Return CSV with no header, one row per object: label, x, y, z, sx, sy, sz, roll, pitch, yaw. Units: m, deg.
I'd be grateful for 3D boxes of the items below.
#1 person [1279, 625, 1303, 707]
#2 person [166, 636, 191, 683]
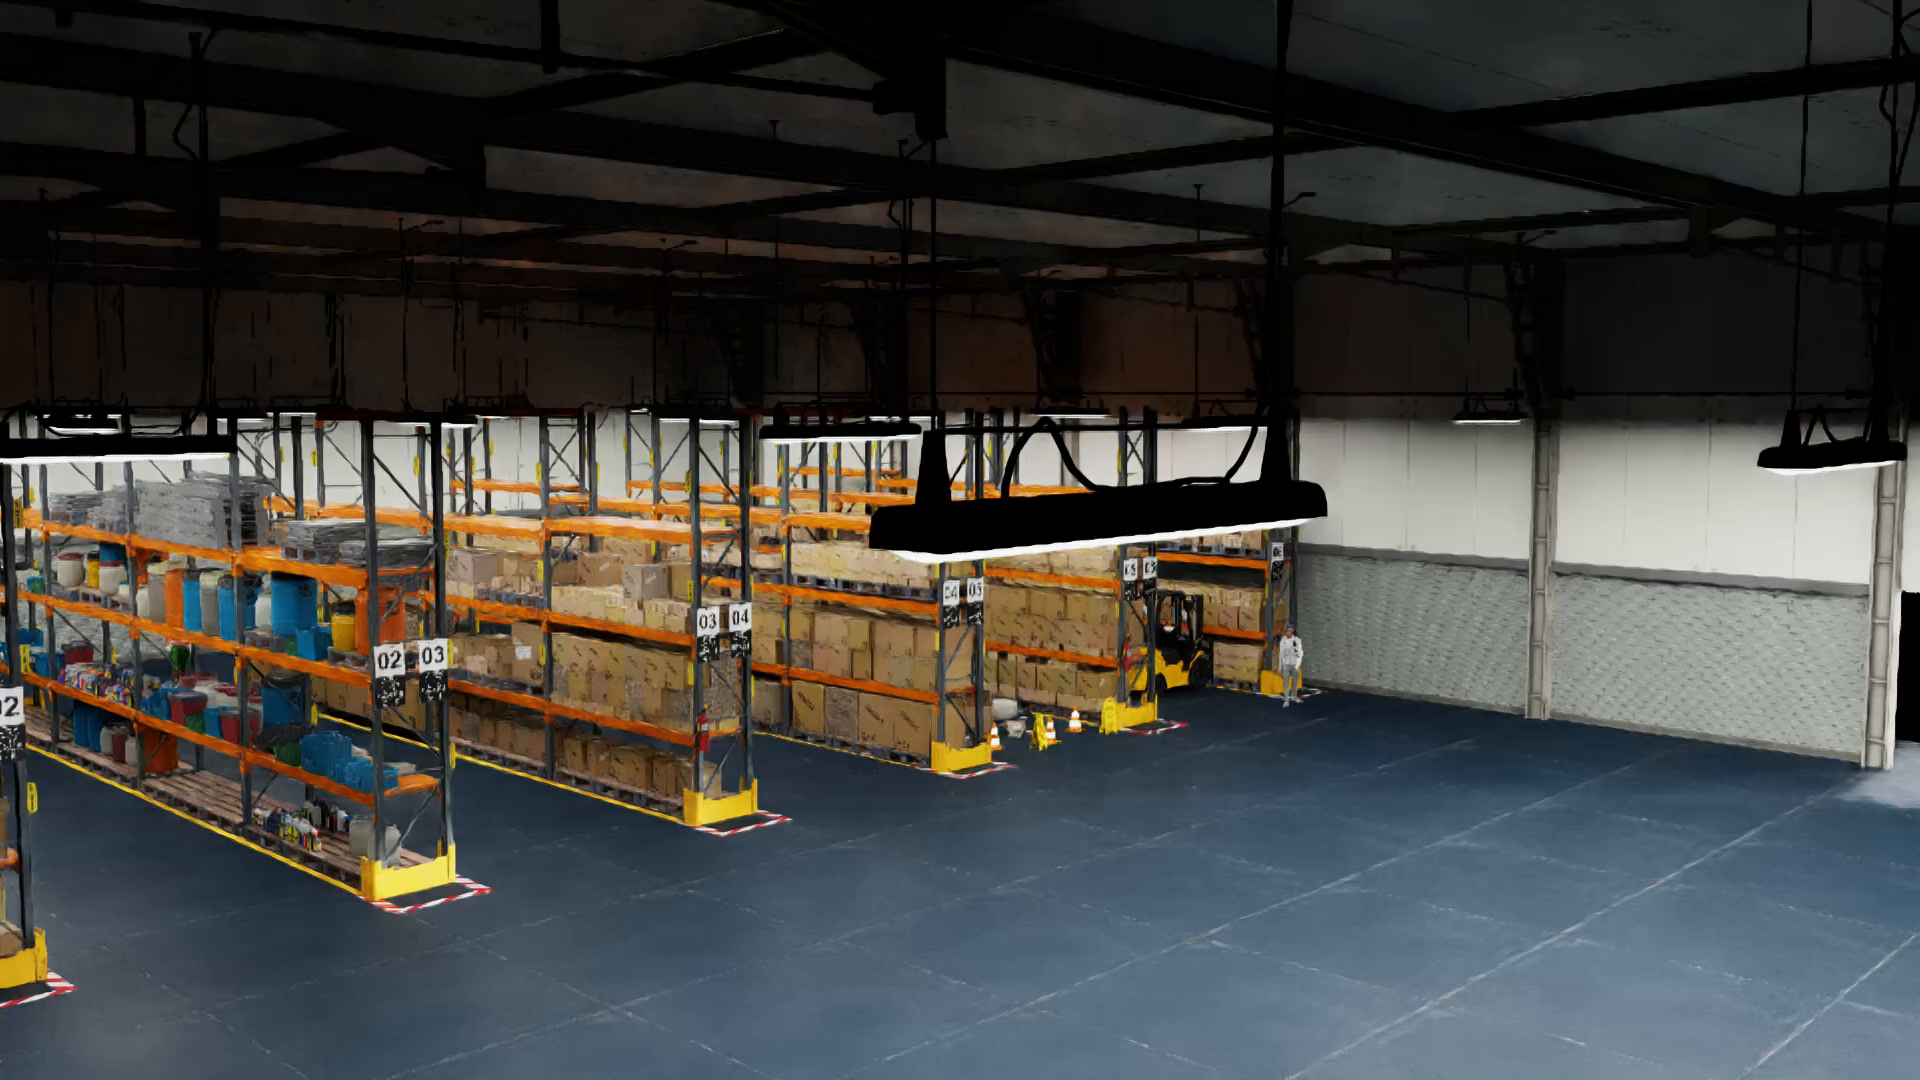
person,6.711,2.521,33.710,0.496,1.658,0.678,1,5,16
person,-16.849,2.272,35.974,0.534,1.726,1.038,-4,6,-36
